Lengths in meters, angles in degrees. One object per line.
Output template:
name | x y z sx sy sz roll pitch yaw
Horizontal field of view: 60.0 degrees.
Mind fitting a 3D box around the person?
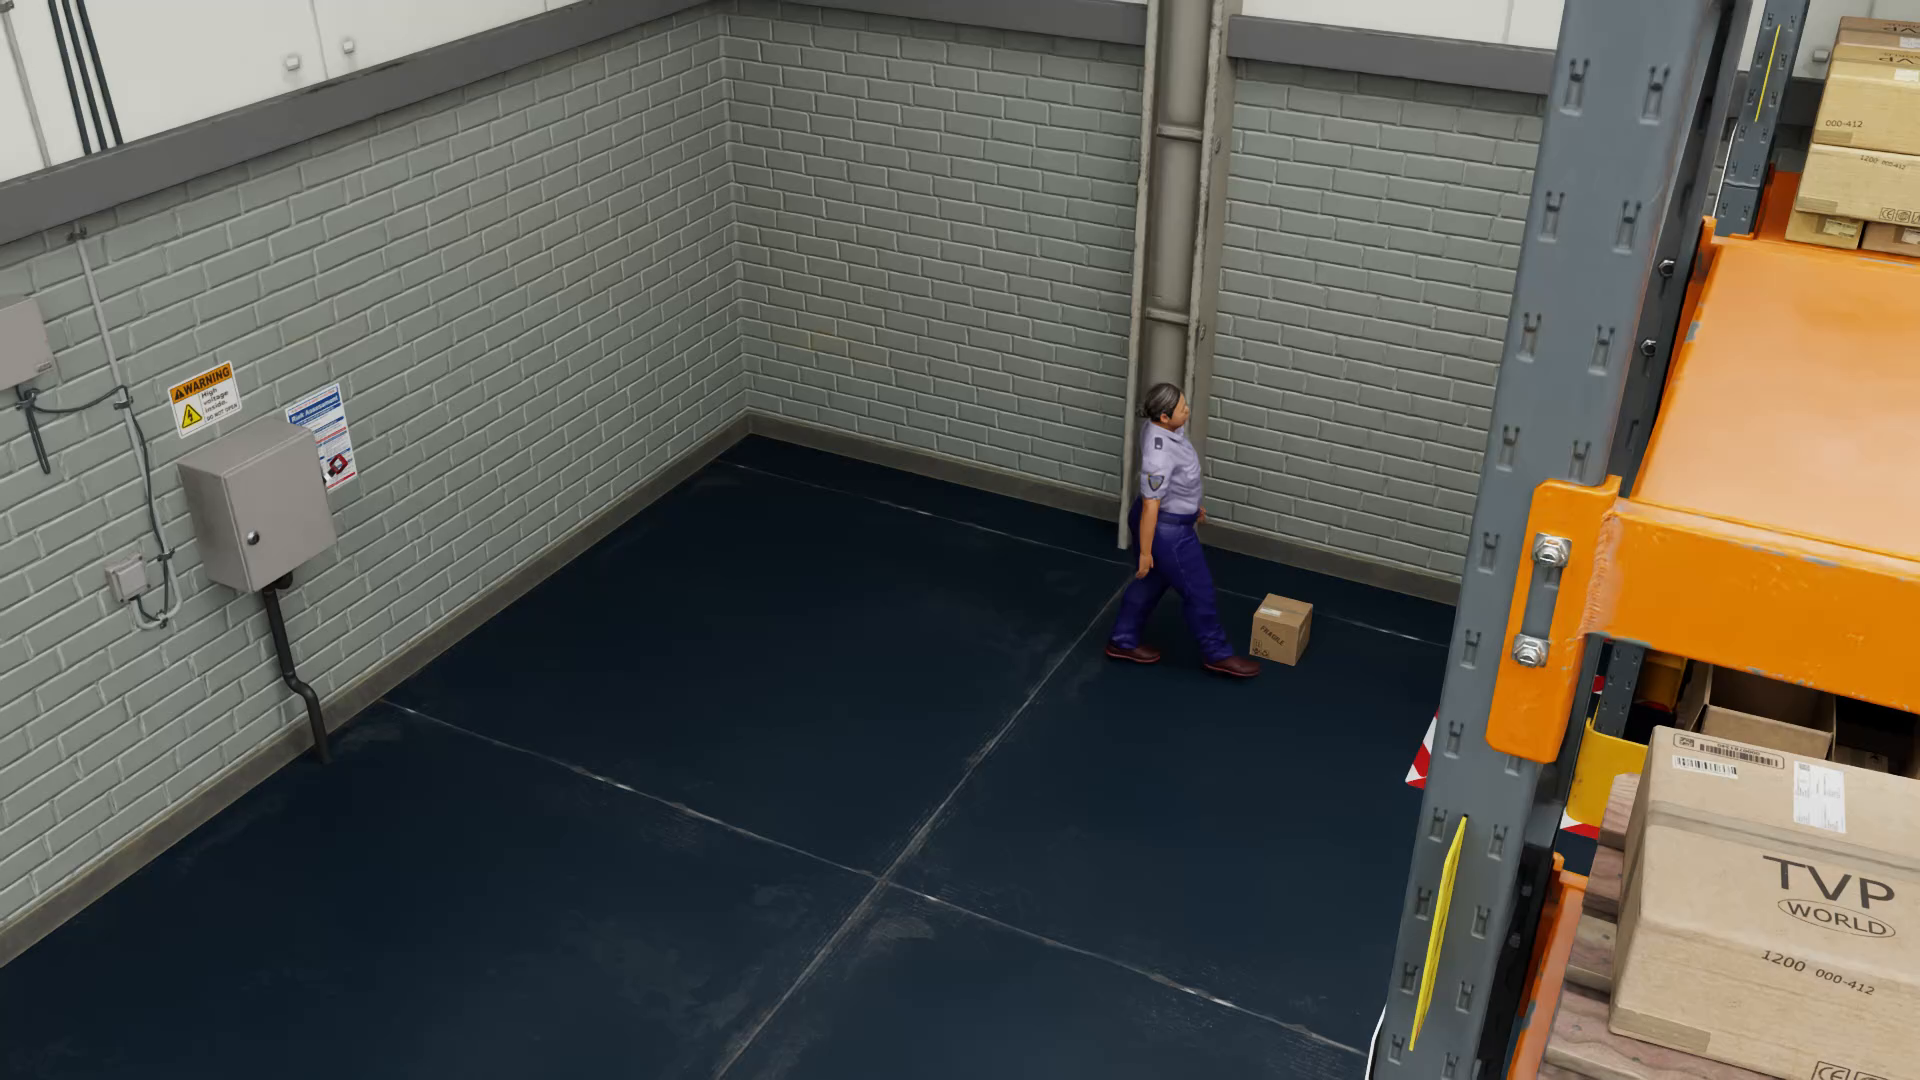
person | 1.167 -0.065 8.405 0.794 1.623 0.530 -2 30 -3
